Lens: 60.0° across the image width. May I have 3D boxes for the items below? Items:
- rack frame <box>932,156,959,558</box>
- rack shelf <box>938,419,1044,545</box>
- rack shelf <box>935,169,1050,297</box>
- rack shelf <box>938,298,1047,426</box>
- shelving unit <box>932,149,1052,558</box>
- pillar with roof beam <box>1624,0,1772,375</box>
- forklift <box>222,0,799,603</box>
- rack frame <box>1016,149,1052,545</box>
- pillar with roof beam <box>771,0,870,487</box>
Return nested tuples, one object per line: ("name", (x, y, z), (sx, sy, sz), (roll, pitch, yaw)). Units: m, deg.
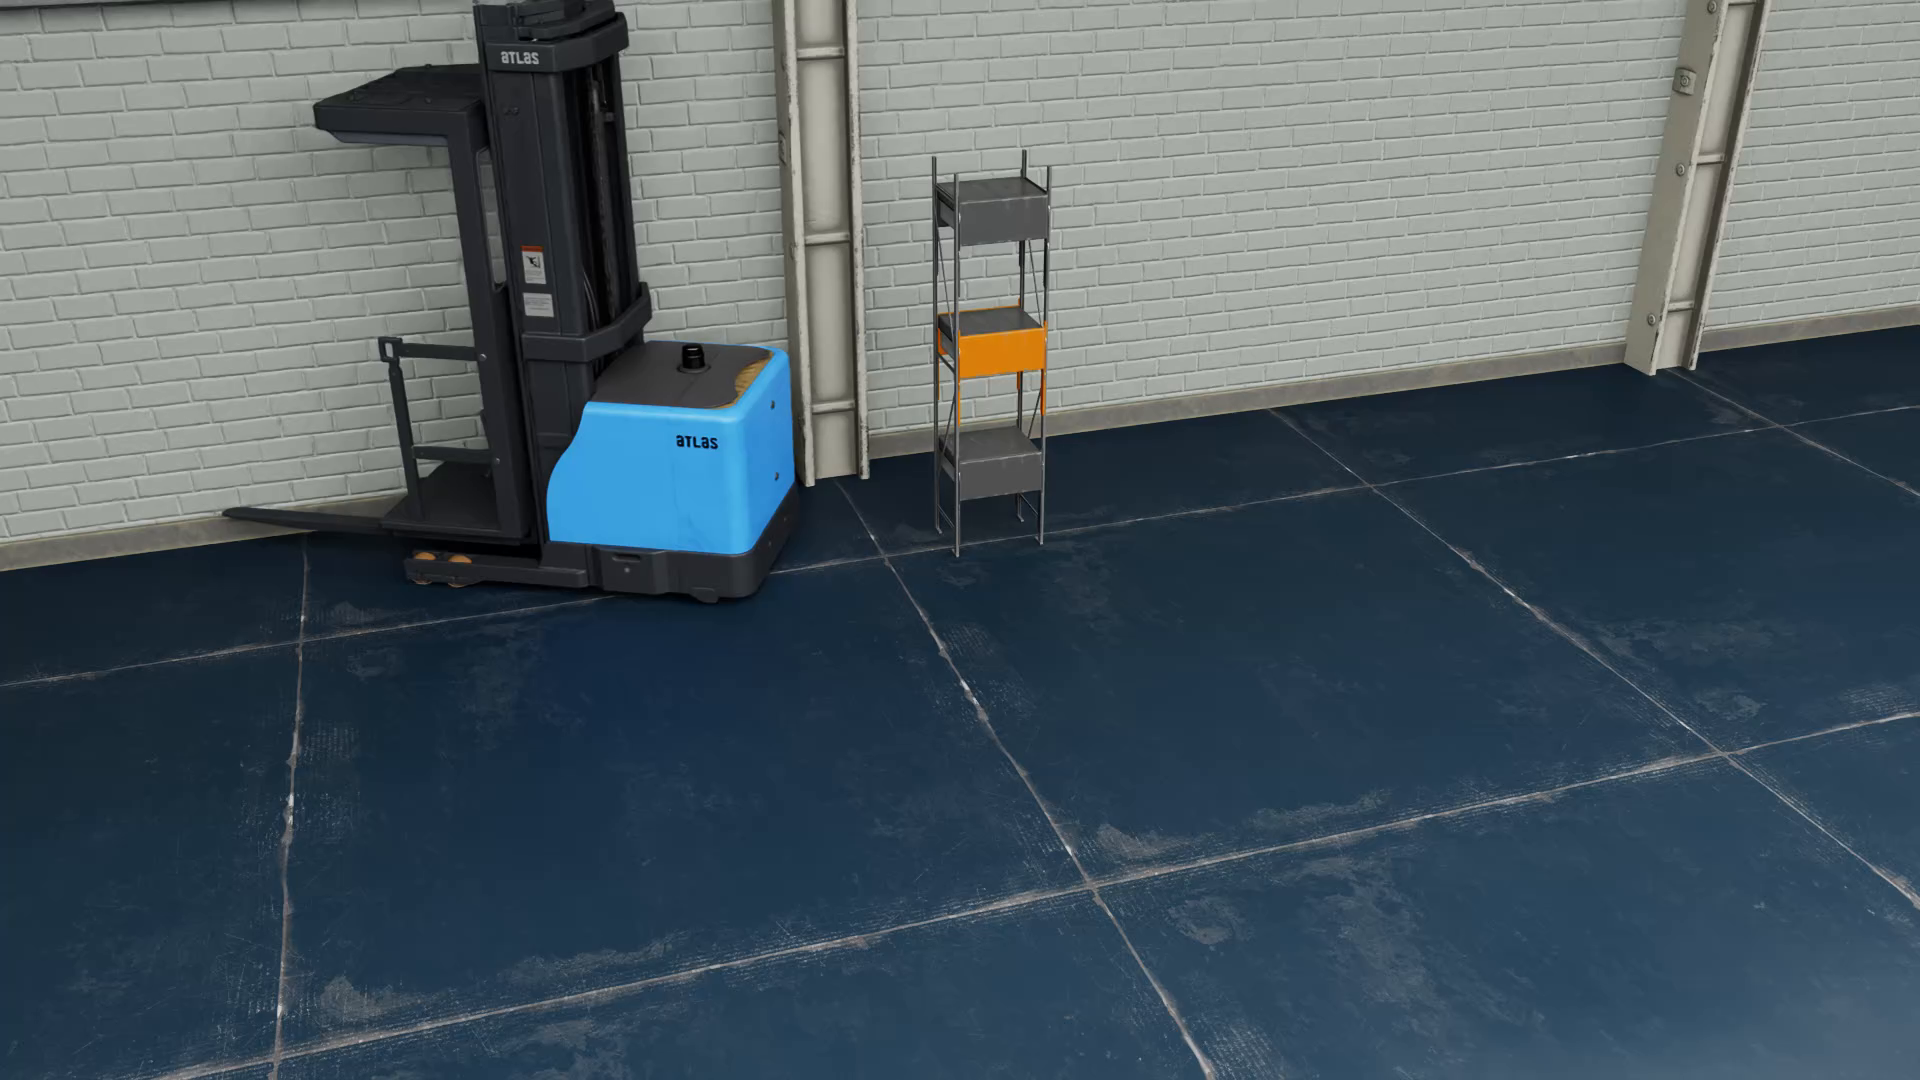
("rack frame", (-0.075, -0.930, 8.761), (0.015, 2.100, 0.400), (-8, 28, -16))
("rack shelf", (0.157, -0.324, 9.146), (0.480, 0.518, 0.431), (-8, 28, -16))
("rack shelf", (0.157, -1.578, 8.524), (0.480, 0.518, 0.431), (-8, 28, -16))
("rack shelf", (0.157, -0.951, 8.835), (0.480, 0.518, 0.431), (-8, 28, -16))
("shelving unit", (0.157, -0.963, 8.829), (0.503, 2.100, 0.431), (-8, 28, -16))
("pillar with roof beam", (6.261, -3.446, 6.072), (0.400, 9.000, 9.100), (-8, 28, -16))
("forklift", (-2.467, -1.289, 8.549), (3.031, 2.935, 1.130), (4, 27, 9))
("rack frame", (0.389, -0.997, 8.897), (0.015, 2.100, 0.400), (-8, 28, -16))
("pillar with roof beam", (0.556, -2.620, 4.407), (0.400, 9.000, 9.100), (-8, 28, -16))
